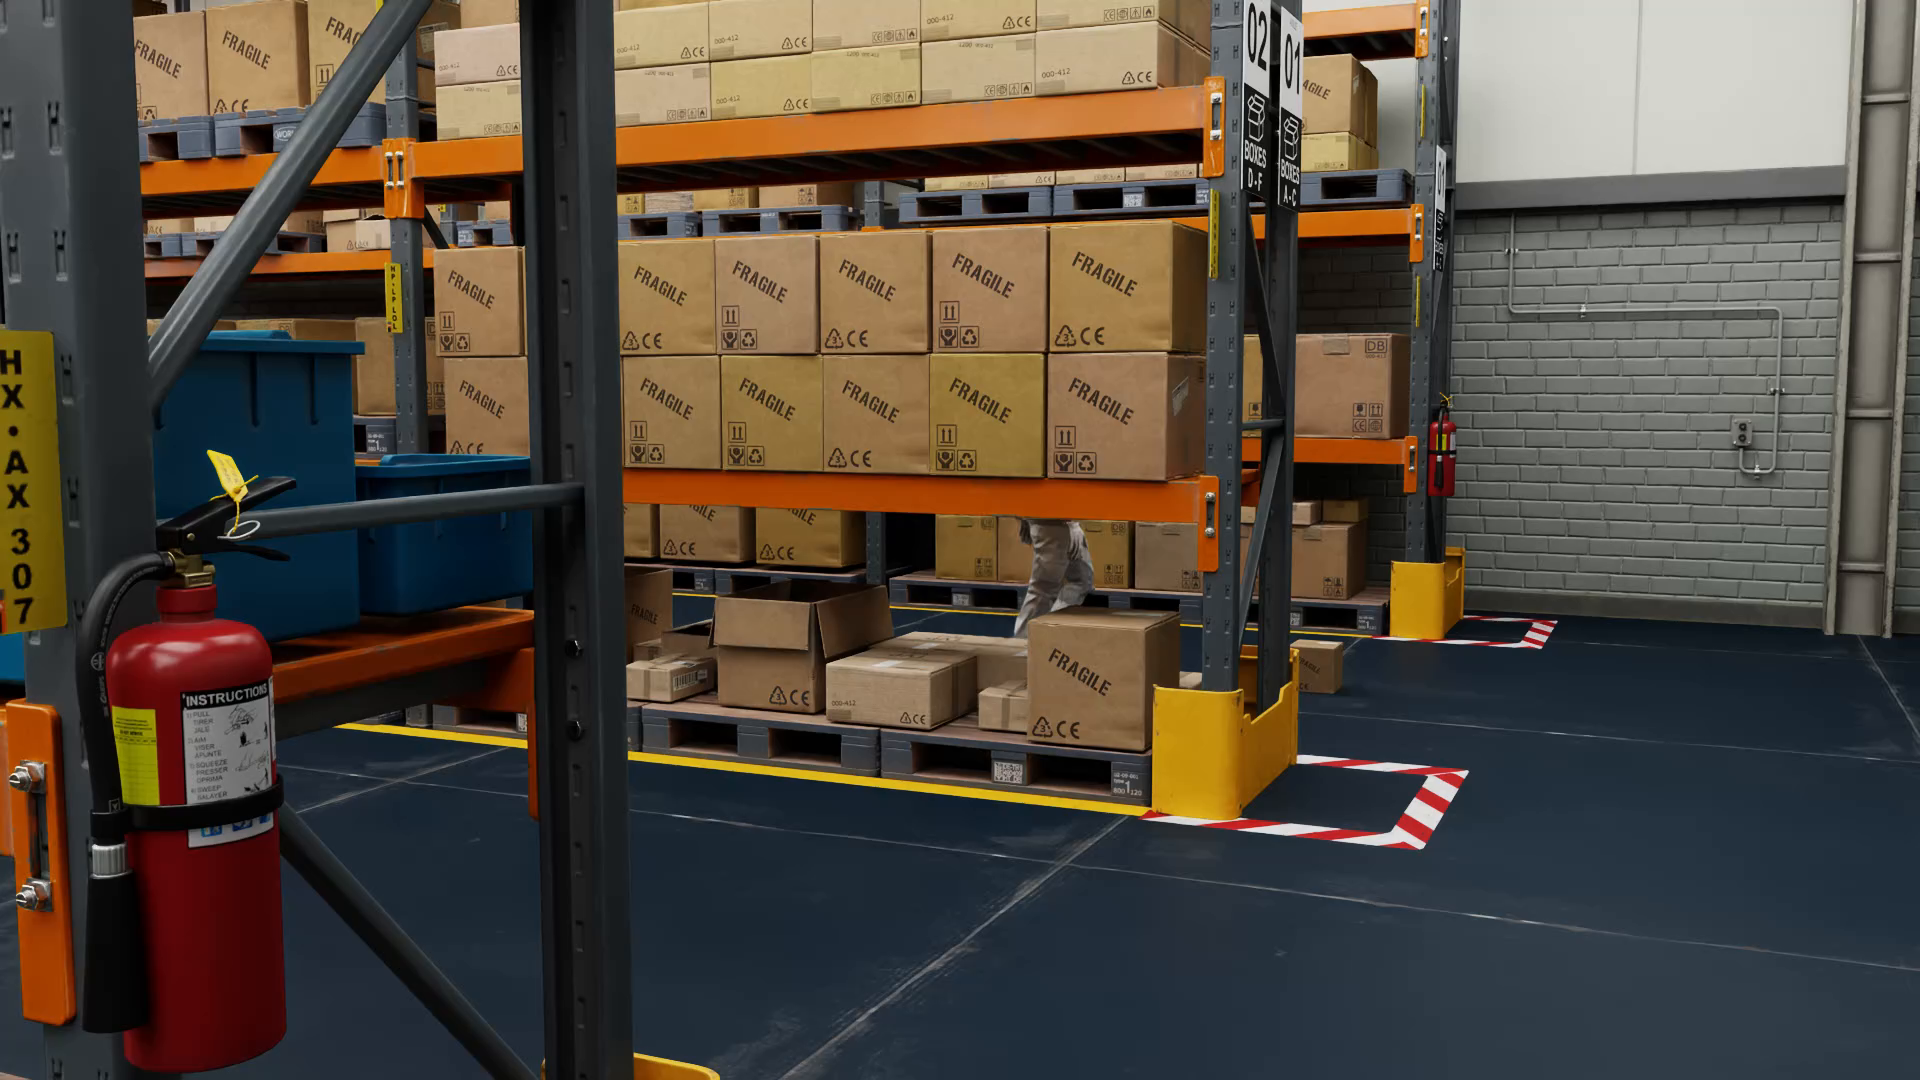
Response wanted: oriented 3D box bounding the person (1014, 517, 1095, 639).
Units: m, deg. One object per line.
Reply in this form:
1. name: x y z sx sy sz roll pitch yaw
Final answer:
1. person: 0.523 -0.096 9.136 0.523 1.765 0.579 -1 6 -9
